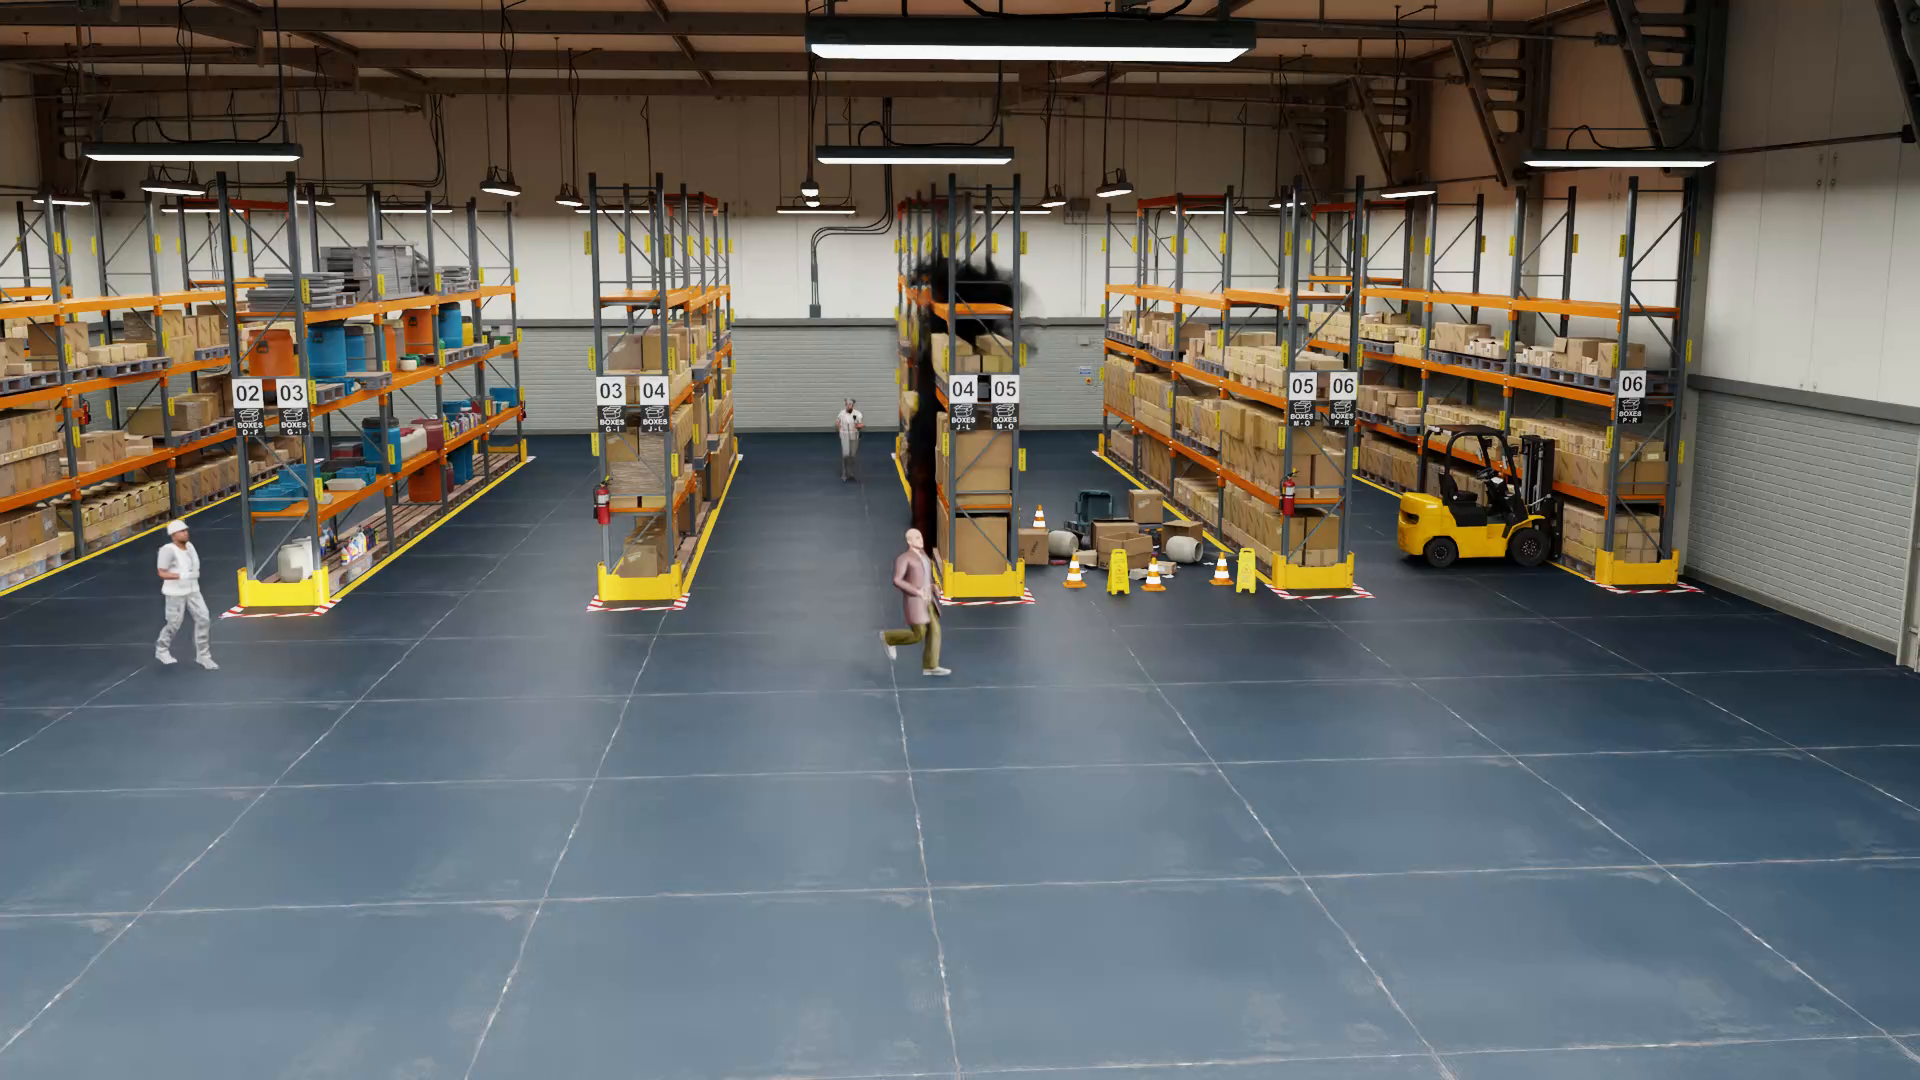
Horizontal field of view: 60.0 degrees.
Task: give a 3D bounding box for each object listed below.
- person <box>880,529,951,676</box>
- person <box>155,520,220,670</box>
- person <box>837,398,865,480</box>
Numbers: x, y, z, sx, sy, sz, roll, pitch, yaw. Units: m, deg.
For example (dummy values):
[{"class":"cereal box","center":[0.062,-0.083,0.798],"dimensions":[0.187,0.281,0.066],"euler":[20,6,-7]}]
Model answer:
[{"class":"person","center":[-0.498,0.730,19.640],"dimensions":[0.925,1.747,0.724],"euler":[6,12,31]},{"class":"person","center":[-9.298,0.669,19.816],"dimensions":[0.816,1.838,0.659],"euler":[3,11,18]},{"class":"person","center":[-2.367,-2.174,36.050],"dimensions":[0.626,1.839,0.747],"euler":[0,10,-1]}]
